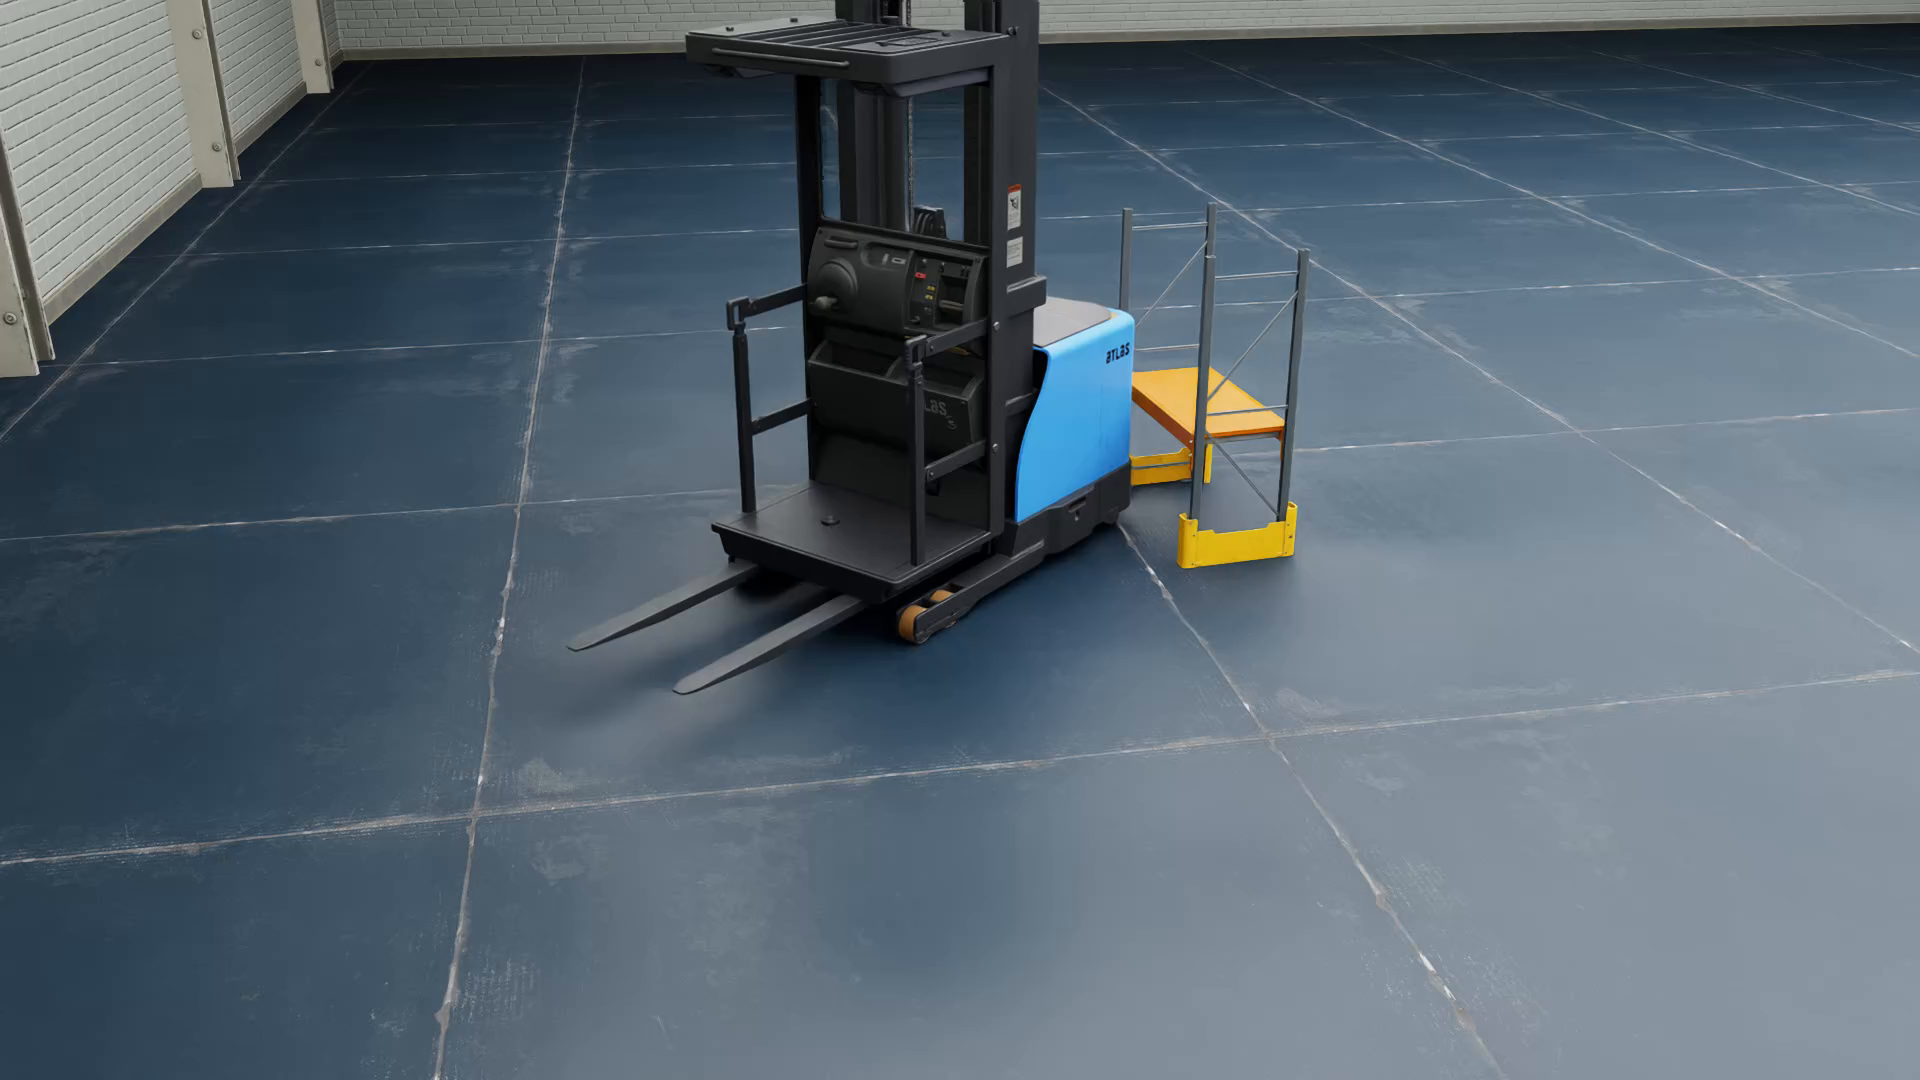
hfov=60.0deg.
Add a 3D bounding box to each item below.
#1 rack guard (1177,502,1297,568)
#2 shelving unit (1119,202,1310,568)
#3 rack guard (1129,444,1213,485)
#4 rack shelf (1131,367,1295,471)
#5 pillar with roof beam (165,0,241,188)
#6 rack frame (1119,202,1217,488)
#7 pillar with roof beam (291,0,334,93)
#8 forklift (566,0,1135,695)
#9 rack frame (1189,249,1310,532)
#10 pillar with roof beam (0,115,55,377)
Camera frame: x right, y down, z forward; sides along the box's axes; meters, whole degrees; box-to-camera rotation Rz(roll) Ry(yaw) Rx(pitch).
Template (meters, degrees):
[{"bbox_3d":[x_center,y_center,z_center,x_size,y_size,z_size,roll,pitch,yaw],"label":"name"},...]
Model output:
[{"bbox_3d":[1.332,-0.025,7.994,0.587,0.250,0.087,-6,24,-15],"label":"rack guard"},{"bbox_3d":[1.196,-0.789,8.183,0.587,1.500,1.083,-6,24,-15],"label":"shelving unit"},{"bbox_3d":[1.060,-0.408,8.872,0.587,0.250,0.087,-6,24,-15],"label":"rack guard"},{"bbox_3d":[1.194,-0.628,8.263,0.538,0.185,1.000,-6,24,-15],"label":"rack shelf"},{"bbox_3d":[-2.989,-7.925,15.151,9.100,9.000,0.400,-4,24,-10],"label":"pillar with roof beam"},{"bbox_3d":[1.055,-0.988,8.639,0.500,1.500,0.032,-6,24,-15],"label":"rack frame"},{"bbox_3d":[-4.098,-10.285,20.555,9.100,9.000,0.400,-4,24,-10],"label":"pillar with roof beam"},{"bbox_3d":[-0.418,-1.114,7.139,1.130,2.935,3.031,17,29,33],"label":"forklift"},{"bbox_3d":[1.333,-0.597,7.743,0.500,1.500,0.032,-6,24,-15],"label":"rack frame"},{"bbox_3d":[-1.879,-5.565,9.748,9.100,9.000,0.400,-4,24,-10],"label":"pillar with roof beam"}]
